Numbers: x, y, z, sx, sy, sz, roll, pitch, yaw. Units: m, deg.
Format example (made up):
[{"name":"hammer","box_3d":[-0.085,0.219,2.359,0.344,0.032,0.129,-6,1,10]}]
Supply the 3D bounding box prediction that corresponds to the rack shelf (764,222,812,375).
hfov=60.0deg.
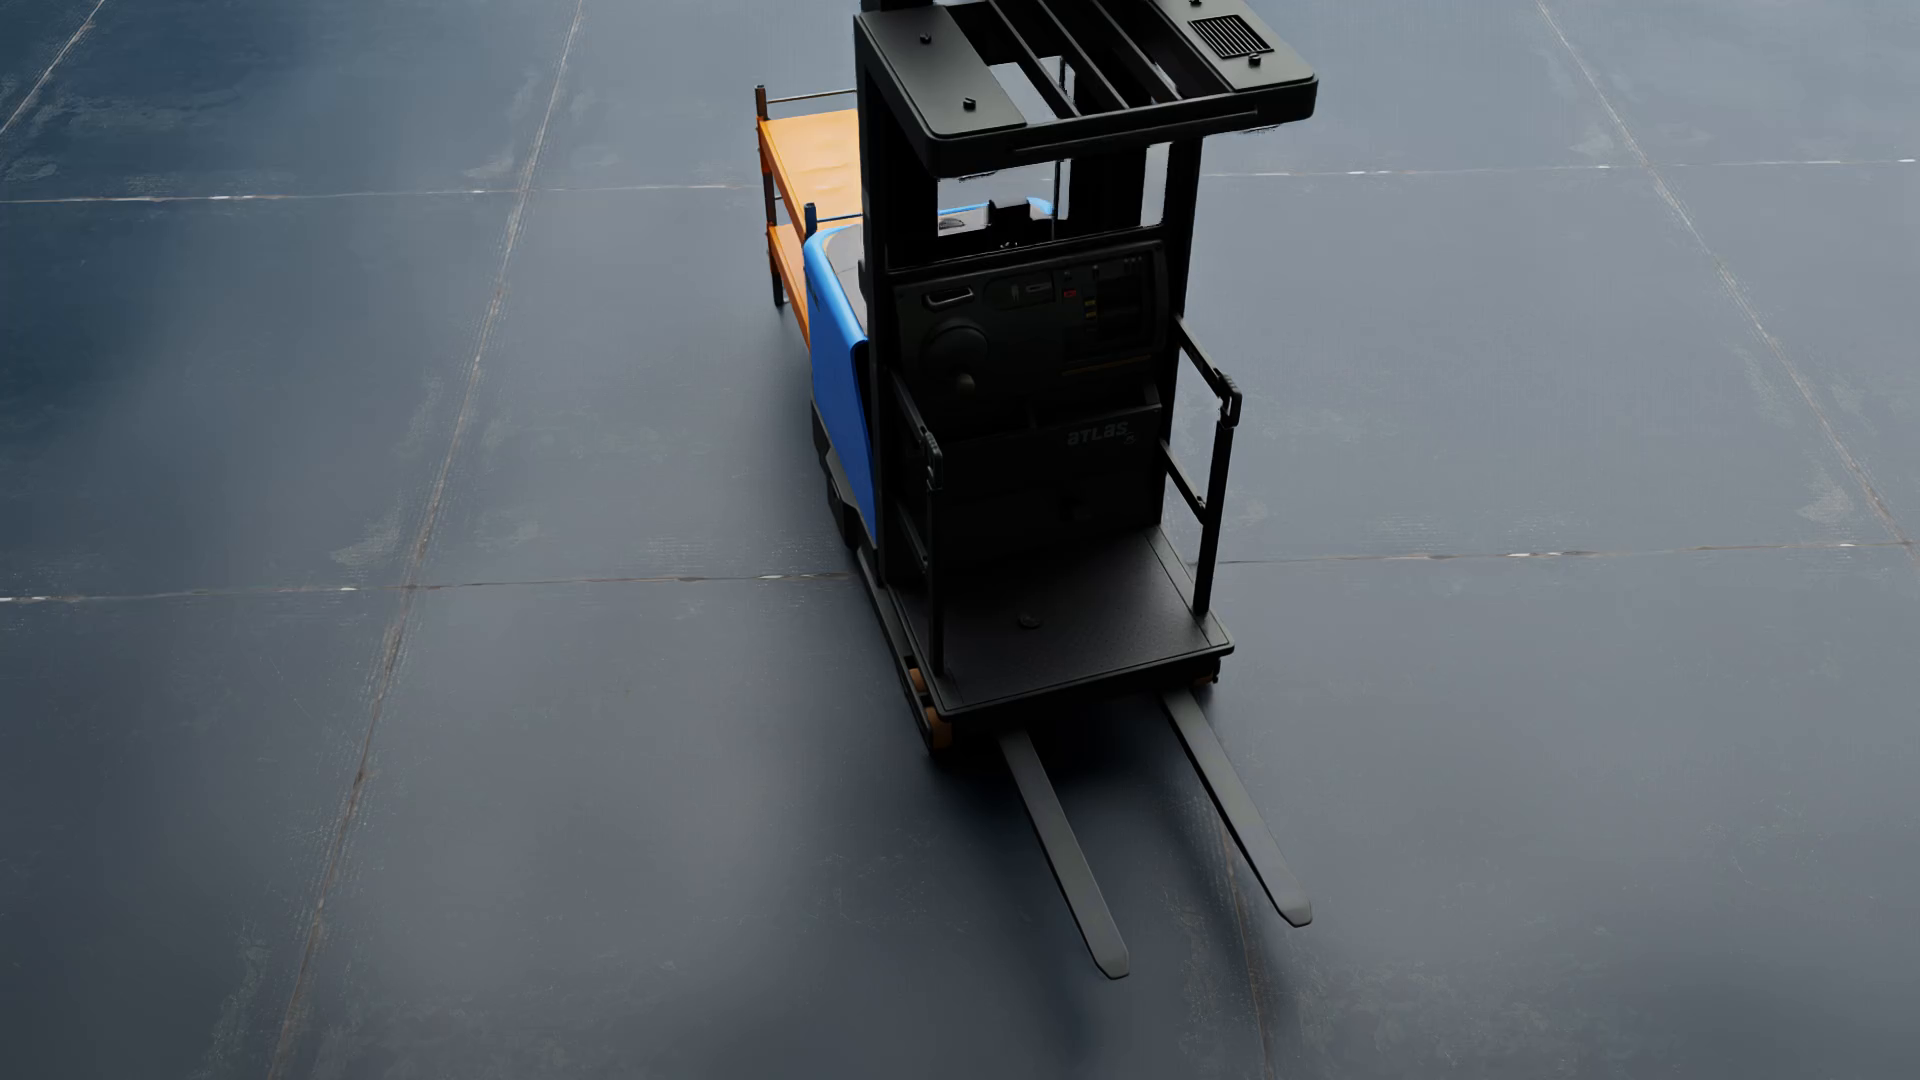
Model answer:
[{"name":"rack shelf","box_3d":[-0.511,-1.093,7.472,0.538,0.278,1.000,-11,44,-12]}]

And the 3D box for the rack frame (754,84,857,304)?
[{"name":"rack frame","box_3d":[-0.652,-1.603,7.666,0.500,1.125,0.032,-11,44,-12]}]

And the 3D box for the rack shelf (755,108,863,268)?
[{"name":"rack shelf","box_3d":[-0.511,-1.489,7.109,0.538,0.278,1.000,-11,44,-12]}]

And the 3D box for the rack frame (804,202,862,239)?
[{"name":"rack frame","box_3d":[-0.369,-0.943,6.946,0.500,1.125,0.032,-11,44,-12]}]

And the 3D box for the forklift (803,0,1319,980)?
[{"name":"forklift","box_3d":[0.308,-0.641,5.280,1.130,2.935,3.031,-12,44,-13]}]

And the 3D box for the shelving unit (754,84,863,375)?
[{"name":"shelving unit","box_3d":[-0.511,-1.273,7.306,0.538,1.125,1.048,-11,44,-12]}]
